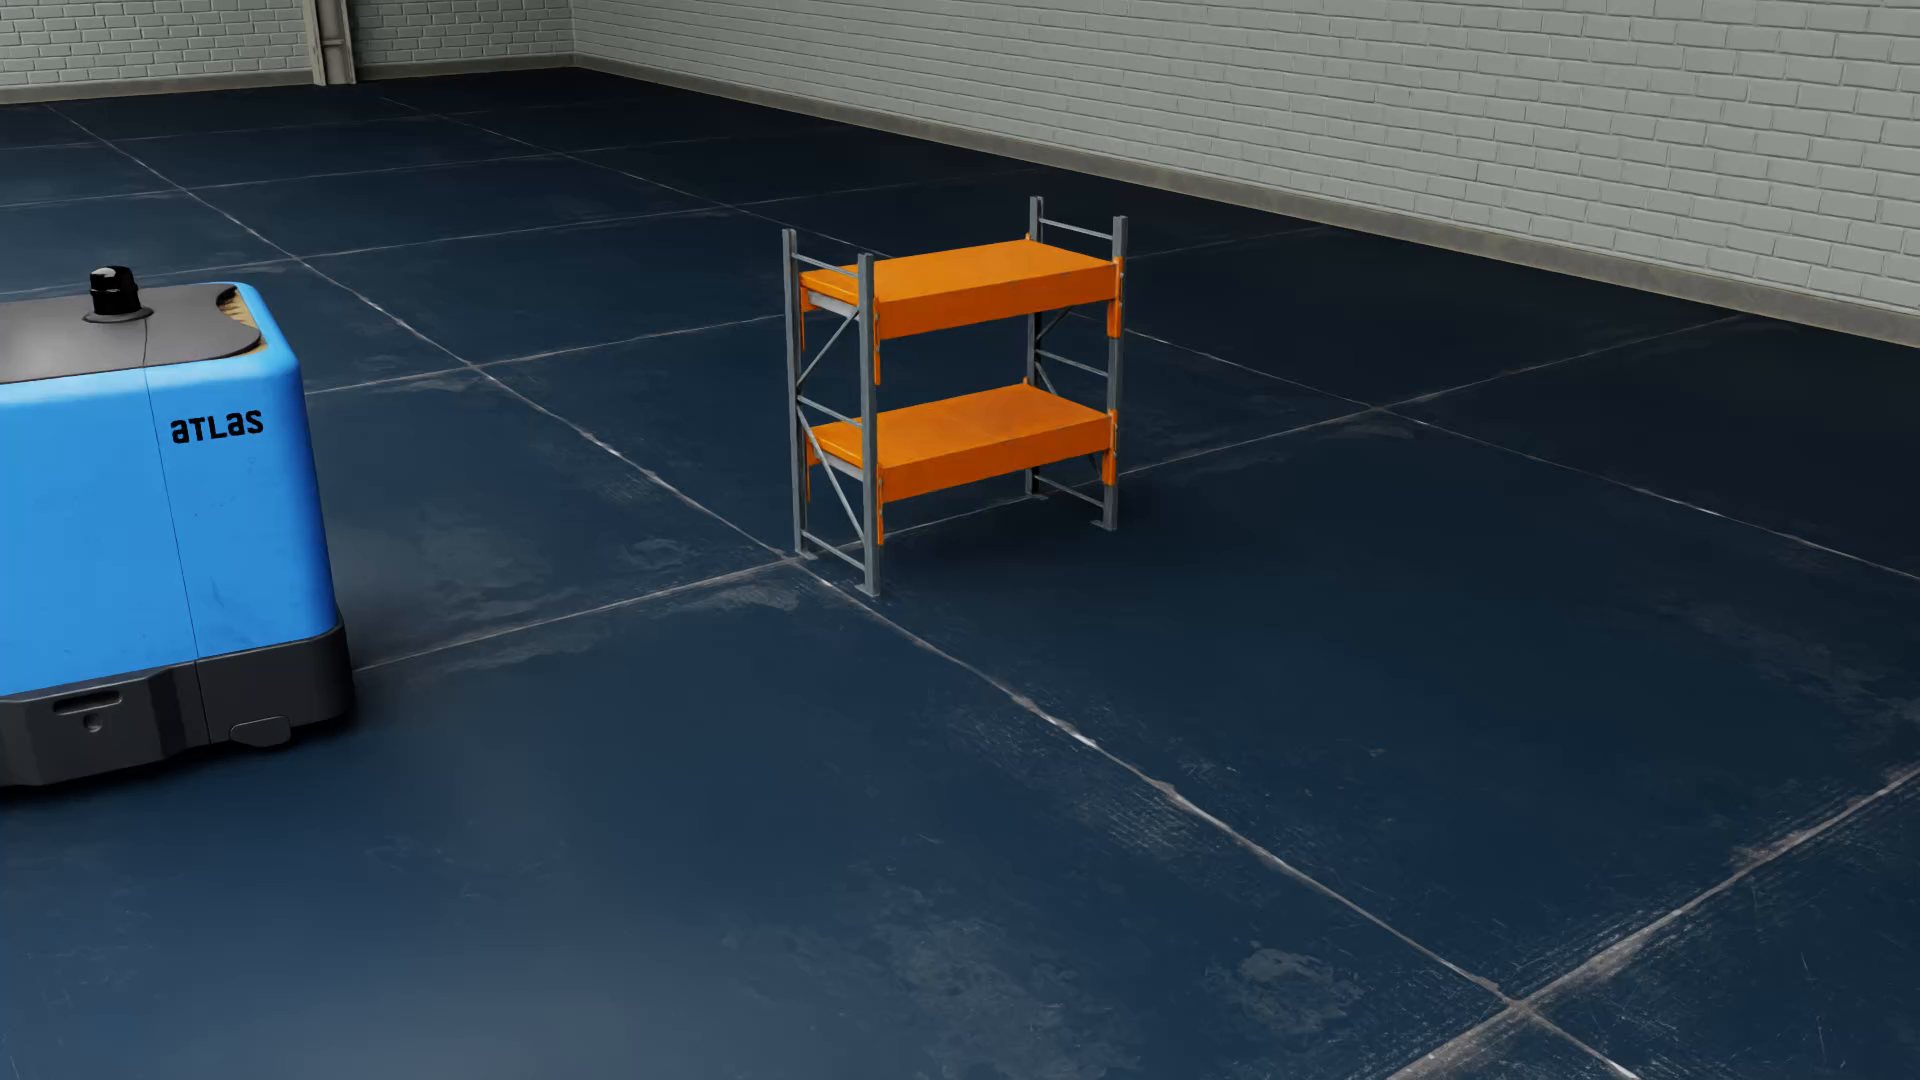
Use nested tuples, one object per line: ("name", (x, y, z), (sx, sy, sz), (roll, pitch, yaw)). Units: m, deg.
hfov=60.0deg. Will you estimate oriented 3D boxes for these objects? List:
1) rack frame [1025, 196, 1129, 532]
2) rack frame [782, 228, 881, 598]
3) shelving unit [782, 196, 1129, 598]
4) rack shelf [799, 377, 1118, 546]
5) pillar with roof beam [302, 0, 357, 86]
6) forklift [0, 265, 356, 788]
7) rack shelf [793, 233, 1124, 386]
("rack frame", (0.407, -0.631, 5.960), (0.032, 1.125, 0.500), (-15, 26, -33))
("rack frame", (-0.418, -0.411, 5.408), (0.032, 1.125, 0.500), (-15, 26, -33))
("shelving unit", (-0.005, -0.521, 5.684), (1.048, 1.125, 0.538), (-15, 26, -33))
("rack shelf", (-0.005, -0.294, 5.775), (1.000, 0.278, 0.538), (-15, 26, -33))
("pillar with roof beam", (-4.587, -8.073, 13.987), (0.400, 9.000, 9.100), (-15, 26, -33))
("forklift", (-3.213, -0.735, 3.783), (3.031, 2.935, 1.130), (-11, 24, -26))
("rack shelf", (-0.005, -0.793, 5.576), (1.000, 0.278, 0.538), (-15, 26, -33))
